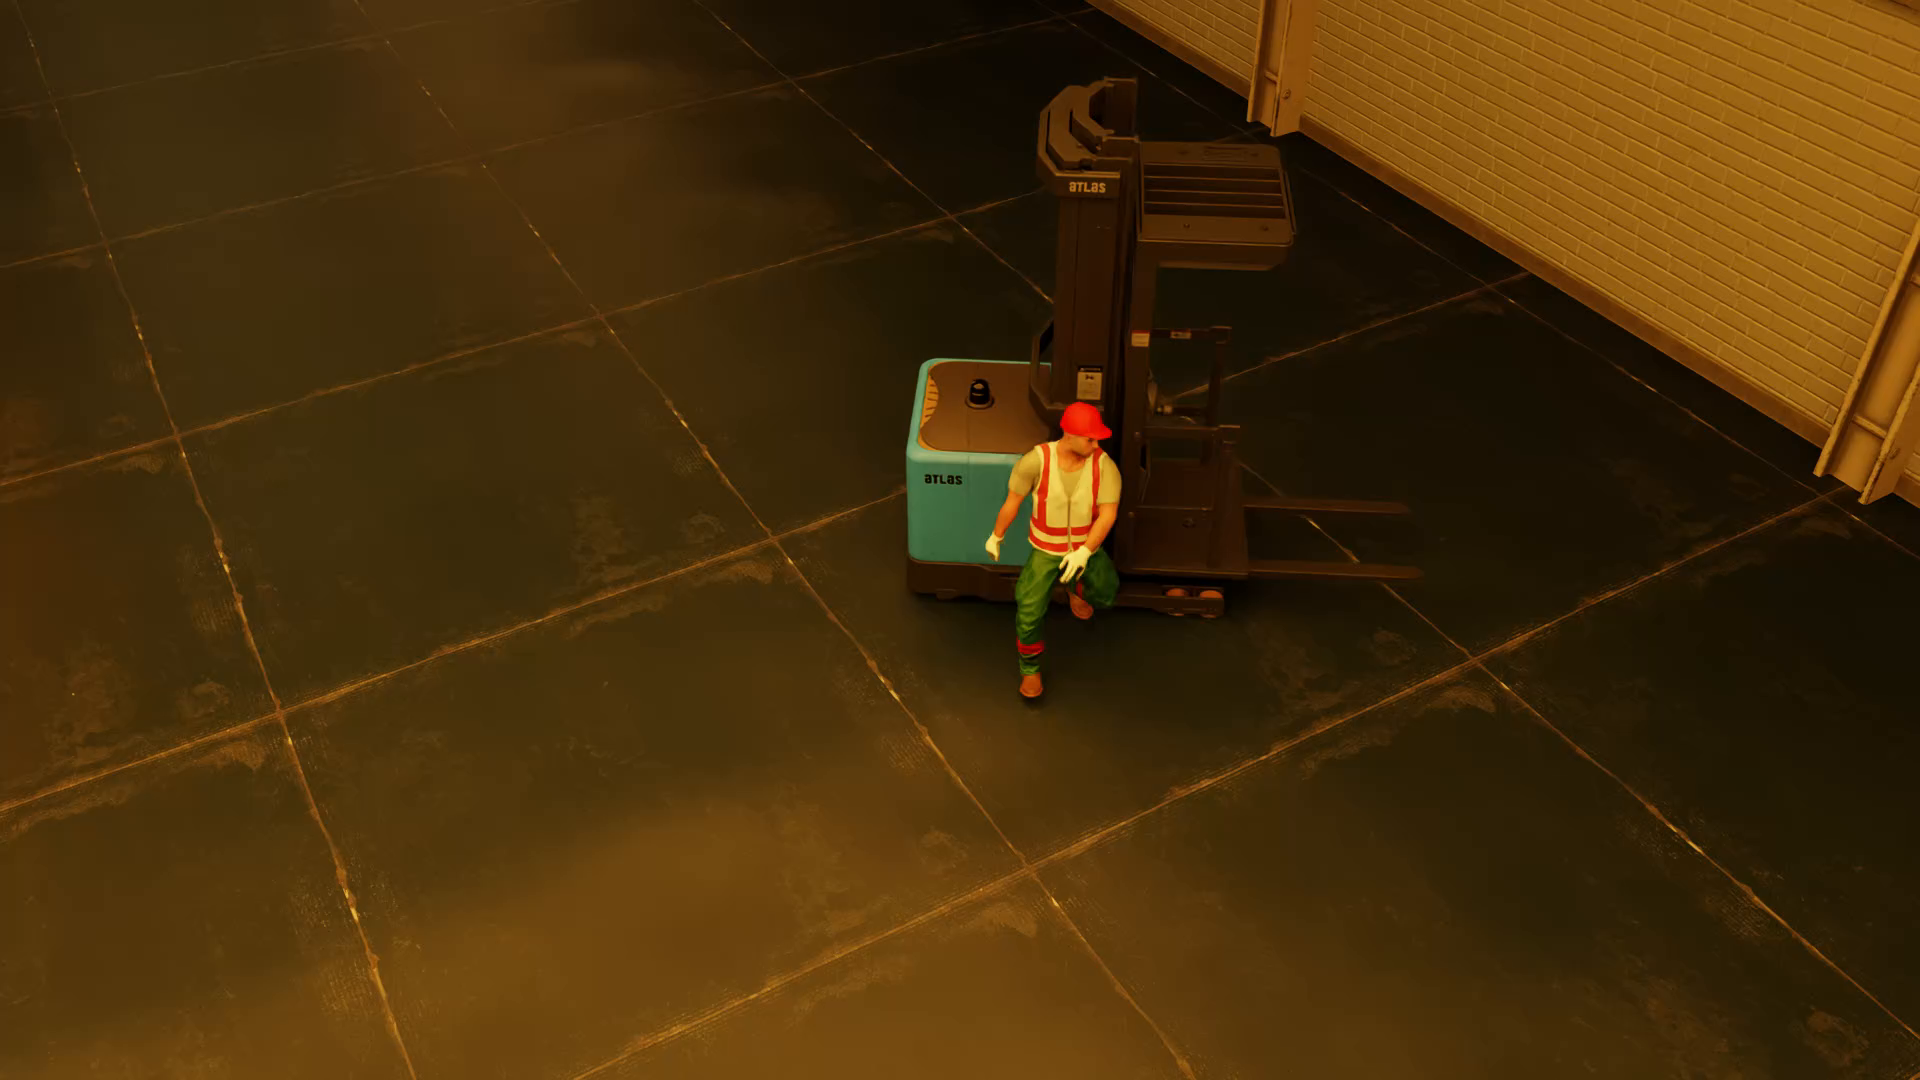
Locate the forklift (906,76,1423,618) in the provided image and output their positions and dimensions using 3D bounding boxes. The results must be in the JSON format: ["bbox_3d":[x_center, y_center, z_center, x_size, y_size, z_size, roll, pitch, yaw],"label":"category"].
[{"bbox_3d":[1.226,-1.025,9.272,3.031,2.935,1.130,3,40,3],"label":"forklift"}]

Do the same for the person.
[{"bbox_3d":[0.513,0.022,8.998,0.734,1.697,0.827,-5,40,-6],"label":"person"}]
